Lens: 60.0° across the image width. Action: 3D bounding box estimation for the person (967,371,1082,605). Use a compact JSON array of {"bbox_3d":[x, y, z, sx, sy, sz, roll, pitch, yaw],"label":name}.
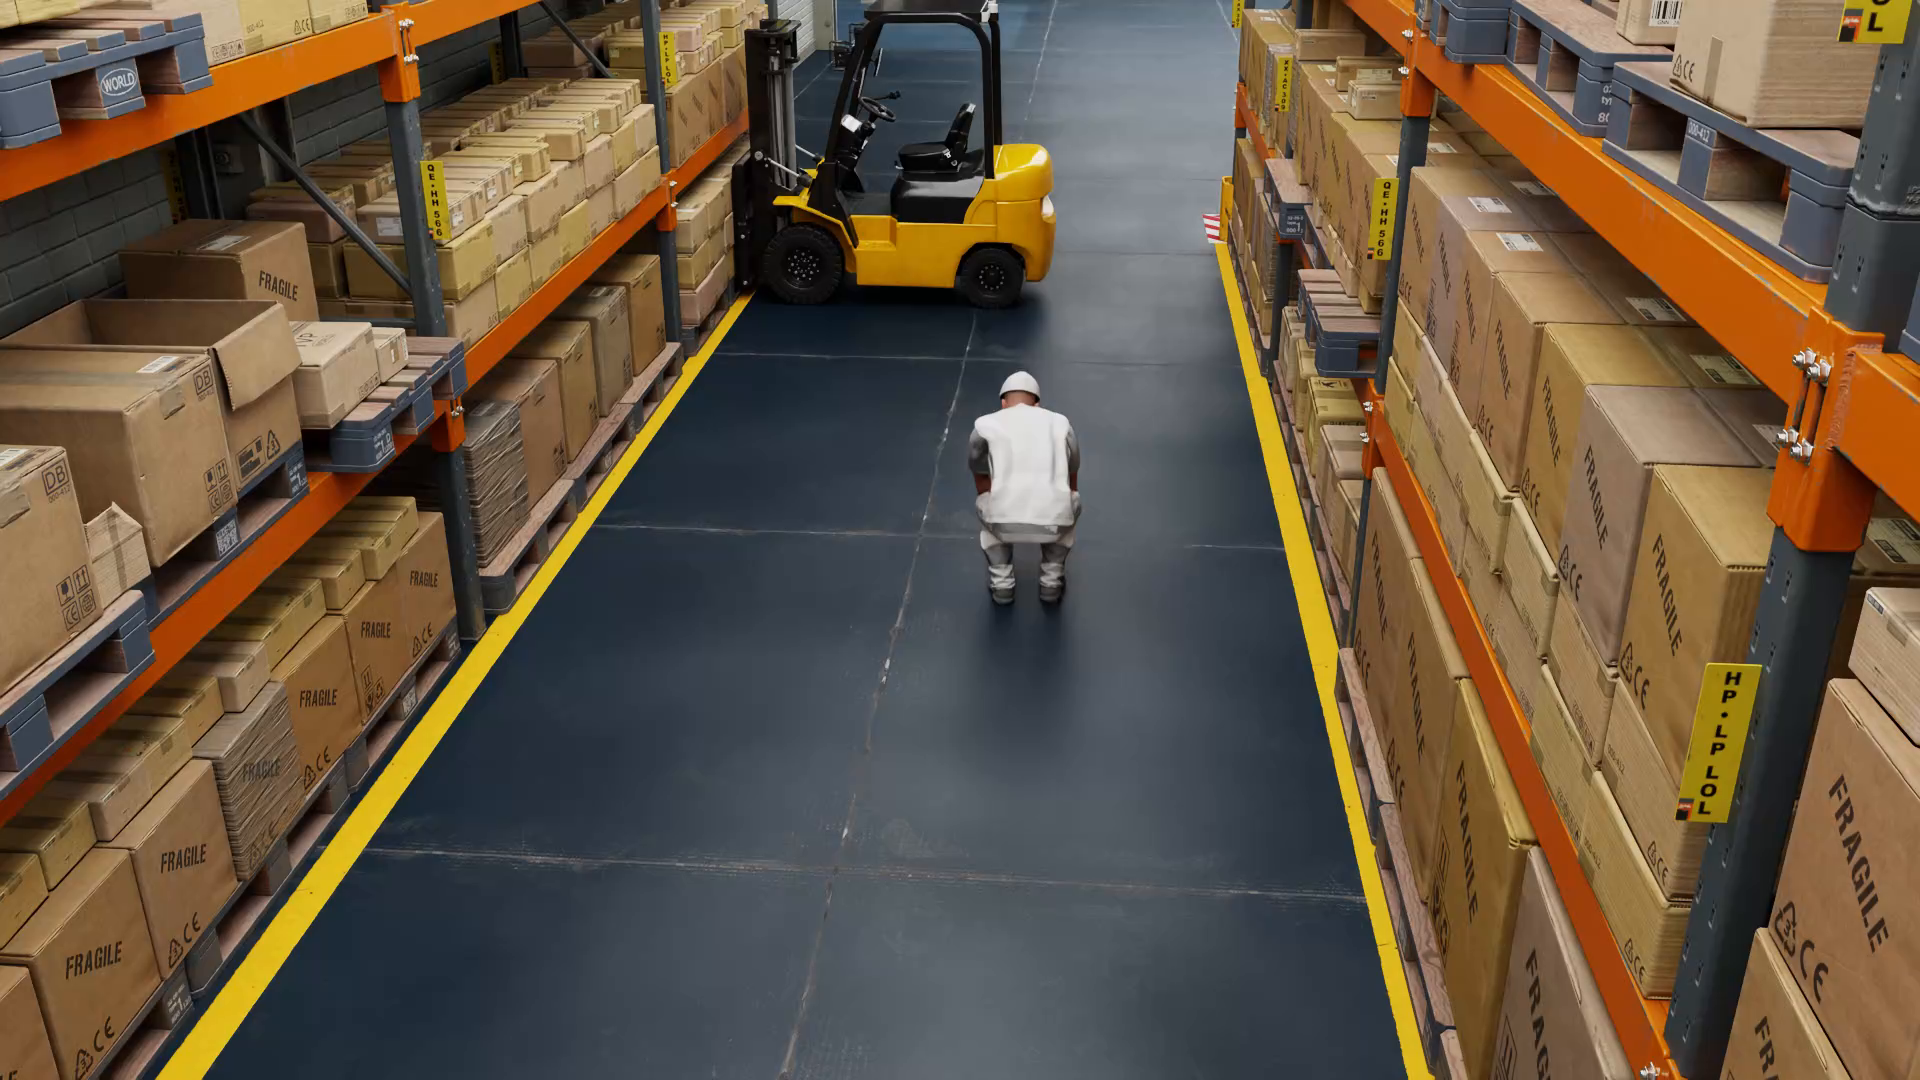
[{"bbox_3d":[0.310,-0.241,8.068,0.567,1.006,0.881,2,24,4],"label":"person"}]
